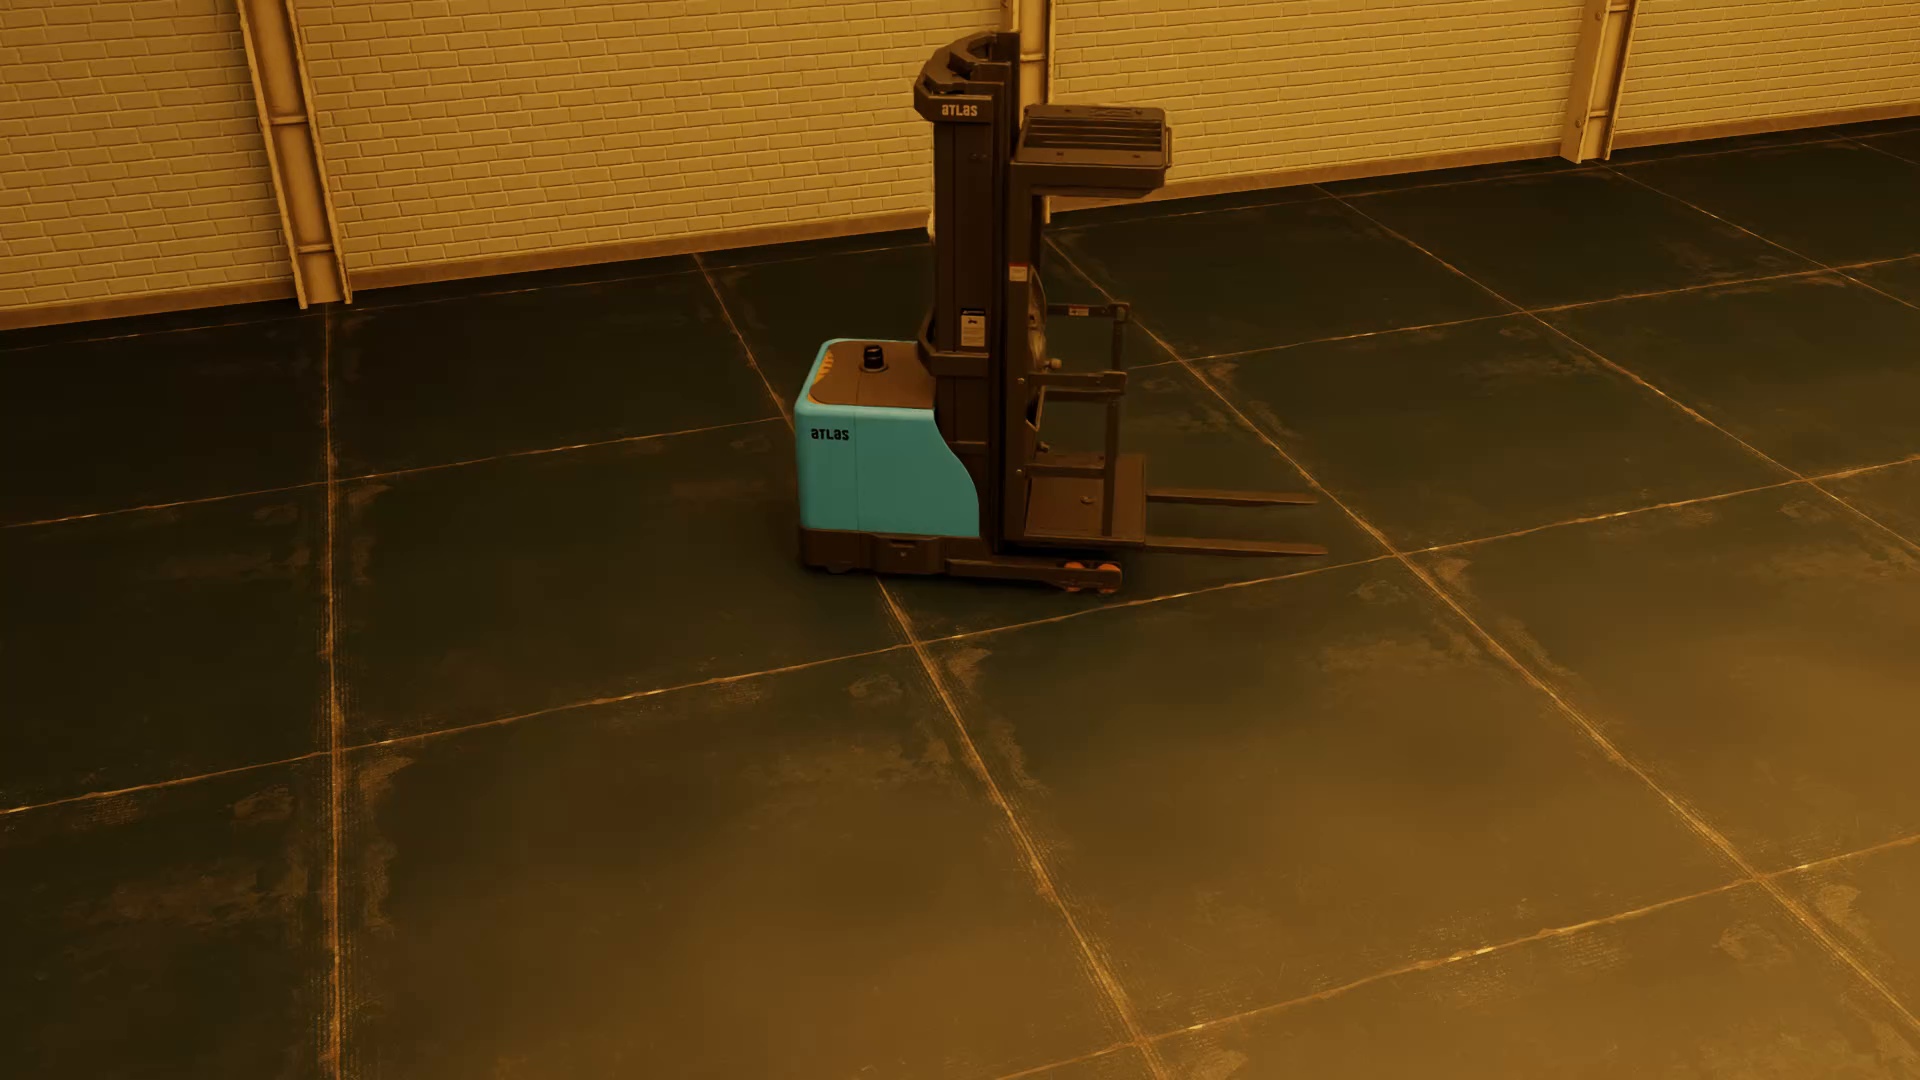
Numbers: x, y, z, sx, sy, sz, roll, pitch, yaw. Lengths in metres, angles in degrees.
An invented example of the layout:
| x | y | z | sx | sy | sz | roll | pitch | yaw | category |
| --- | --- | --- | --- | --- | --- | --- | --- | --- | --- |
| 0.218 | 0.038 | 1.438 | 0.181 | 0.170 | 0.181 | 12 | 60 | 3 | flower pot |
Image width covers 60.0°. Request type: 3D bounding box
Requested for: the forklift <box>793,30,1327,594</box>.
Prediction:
| x | y | z | sx | sy | sz | roll | pitch | yaw | category |
| --- | --- | --- | --- | --- | --- | --- | --- | --- | --- |
| 0.613 | -1.244 | 9.250 | 3.031 | 2.935 | 1.130 | 3 | 30 | 5 | forklift |

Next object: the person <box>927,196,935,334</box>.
| x | y | z | sx | sy | sz | roll | pitch | yaw | category |
| --- | --- | --- | --- | --- | --- | --- | --- | --- | --- |
| -0.012 | -2.276 | 12.371 | 0.481 | 1.632 | 0.712 | -7 | 31 | -12 | person |
